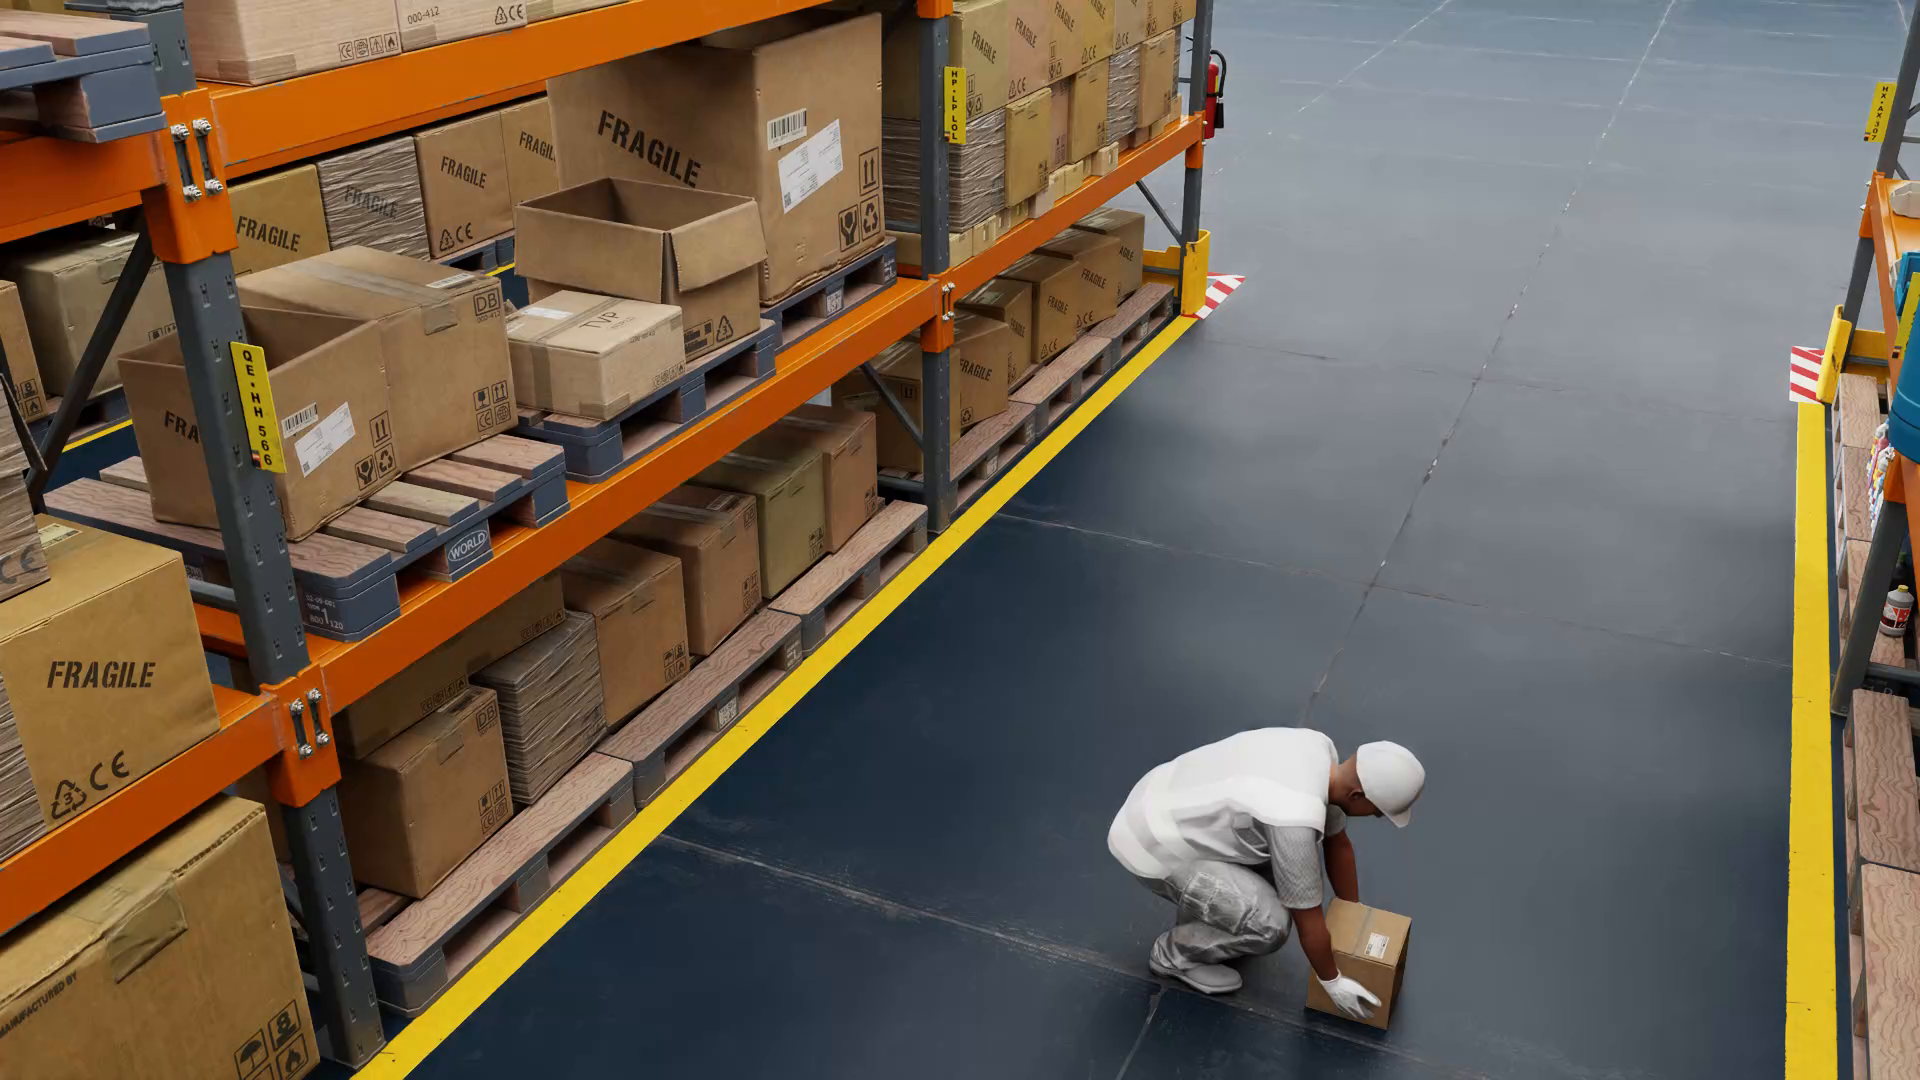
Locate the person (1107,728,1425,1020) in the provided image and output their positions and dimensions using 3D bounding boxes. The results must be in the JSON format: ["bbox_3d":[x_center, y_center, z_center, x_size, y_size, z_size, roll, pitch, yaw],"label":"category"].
[{"bbox_3d":[0.931,0.955,5.160,0.907,0.884,0.576,11,28,22],"label":"person"}]
